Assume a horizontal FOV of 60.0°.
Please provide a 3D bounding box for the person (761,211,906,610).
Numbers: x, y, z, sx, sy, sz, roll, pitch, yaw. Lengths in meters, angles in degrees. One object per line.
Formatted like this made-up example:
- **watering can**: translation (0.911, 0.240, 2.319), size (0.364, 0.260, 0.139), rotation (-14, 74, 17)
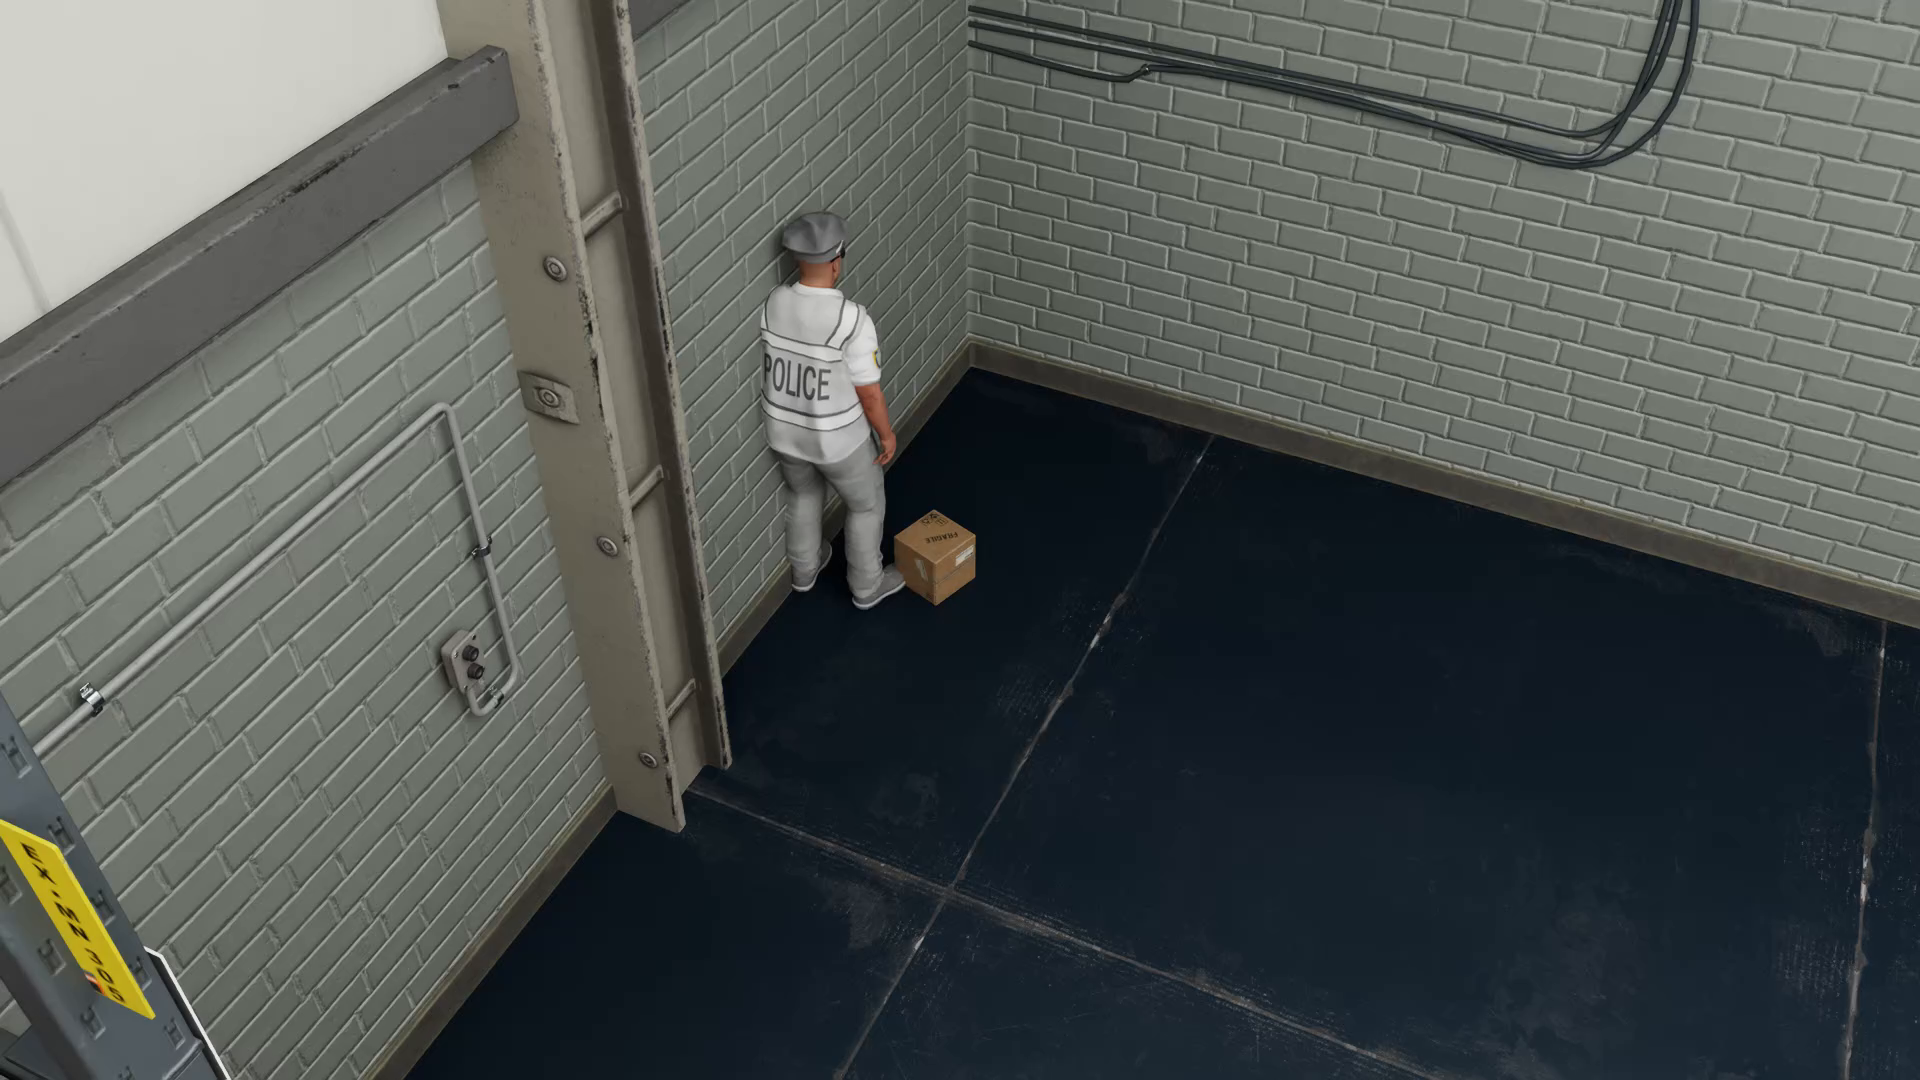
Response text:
- **person**: translation (-0.547, -0.460, 6.669), size (0.586, 1.748, 0.440), rotation (18, 45, 19)
